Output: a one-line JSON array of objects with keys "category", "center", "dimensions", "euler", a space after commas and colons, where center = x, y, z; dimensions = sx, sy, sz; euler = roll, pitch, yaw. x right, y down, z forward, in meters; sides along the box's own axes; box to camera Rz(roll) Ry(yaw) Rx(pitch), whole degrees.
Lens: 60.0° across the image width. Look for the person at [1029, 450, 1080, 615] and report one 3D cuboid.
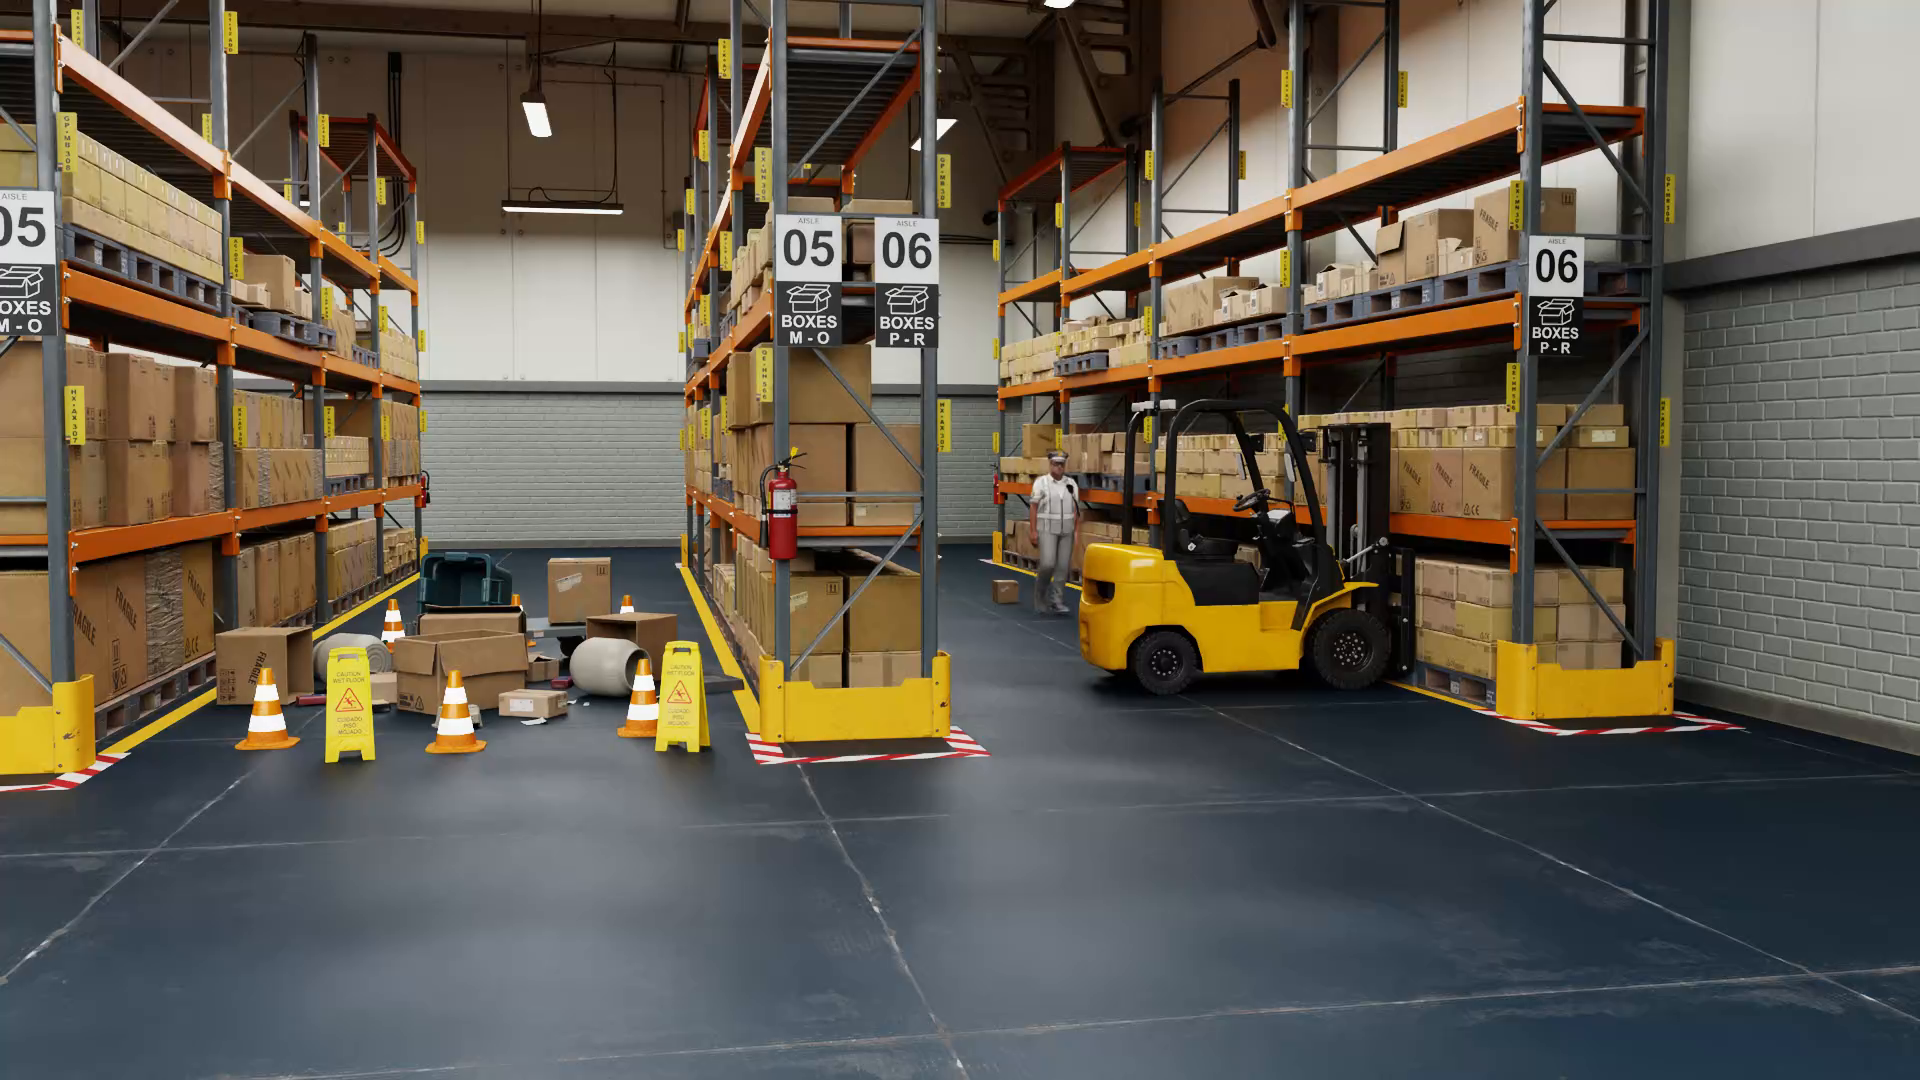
[{"category": "person", "center": [1.041, -0.076, 18.082], "dimensions": [0.543, 1.793, 0.463], "euler": [-1, 3, -20]}]
